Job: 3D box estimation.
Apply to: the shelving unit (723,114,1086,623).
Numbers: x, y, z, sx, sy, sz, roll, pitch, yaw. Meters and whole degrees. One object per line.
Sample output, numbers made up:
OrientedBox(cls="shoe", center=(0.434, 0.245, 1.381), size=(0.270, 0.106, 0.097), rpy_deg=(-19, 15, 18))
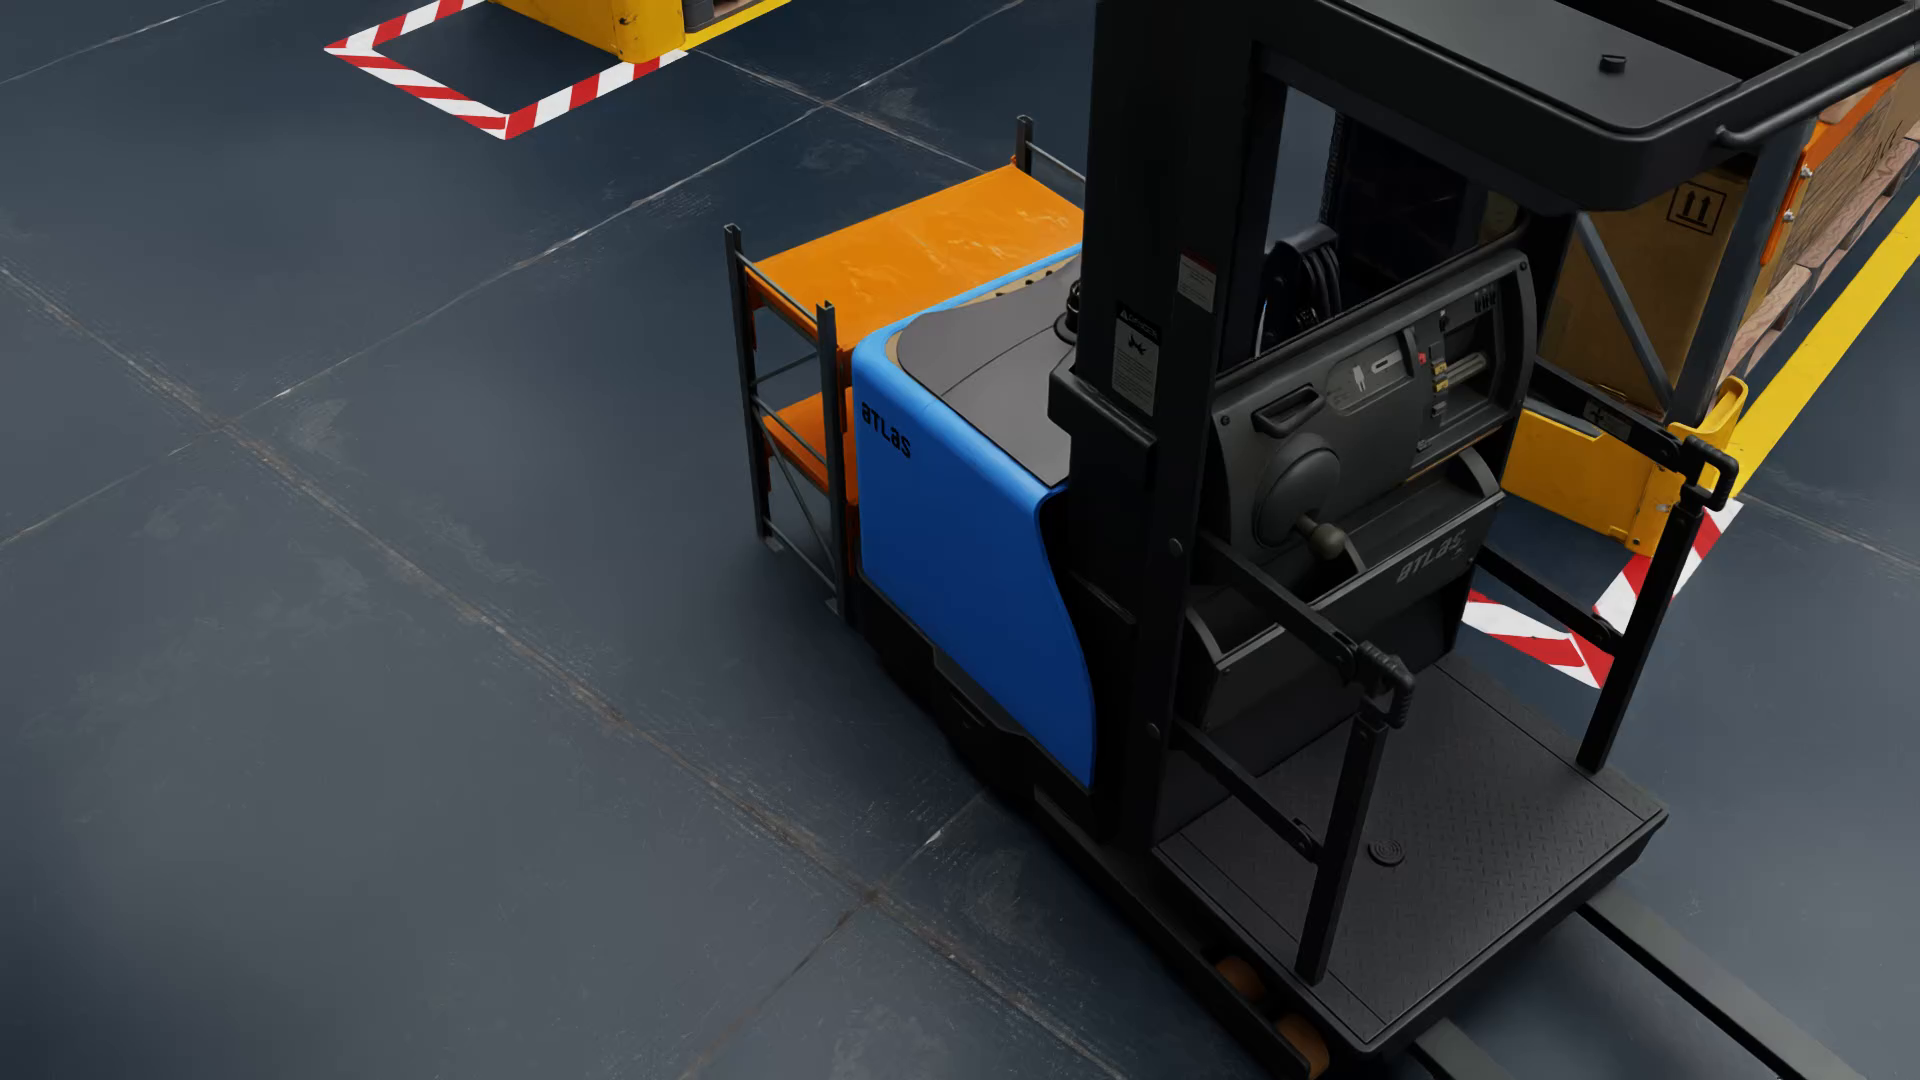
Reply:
OrientedBox(cls="shelving unit", center=(-0.075, -0.513, 4.978), size=(1.048, 1.125, 0.538), rpy_deg=(-27, 49, -26))

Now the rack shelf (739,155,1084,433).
OrientedBox(cls="rack shelf", center=(-0.075, -0.729, 4.781), size=(1.000, 0.278, 0.538), rpy_deg=(-27, 49, -26))

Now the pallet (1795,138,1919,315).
OrientedBox(cls="pallet", center=(3.100, -1.427, 6.662), size=(1.003, 0.211, 1.213), rpy_deg=(29, 50, 28))

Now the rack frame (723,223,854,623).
OrientedBox(cls="rack frame", center=(-0.481, -0.307, 4.751), size=(0.032, 1.125, 0.500), rpy_deg=(-27, 49, -26))

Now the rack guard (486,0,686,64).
OrientedBox(cls="rack guard", center=(-1.822, -2.701, 7.849), size=(1.175, 0.500, 0.348), rpy_deg=(29, 50, 28))

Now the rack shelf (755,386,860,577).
OrientedBox(cls="rack shelf", center=(-0.075, -0.332, 5.142), size=(1.000, 0.278, 0.538), rpy_deg=(-27, 49, -26))

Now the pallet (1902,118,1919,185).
OrientedBox(cls="pallet", center=(3.885, -2.058, 7.356), size=(1.003, 0.211, 1.213), rpy_deg=(29, 50, 28))

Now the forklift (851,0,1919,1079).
OrientedBox(cls="forklift", center=(0.999, -0.203, 3.295), size=(1.130, 2.935, 3.031), rpy_deg=(-27, 49, -27))

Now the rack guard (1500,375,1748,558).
OrientedBox(cls="rack guard", center=(1.845, -0.450, 5.373), size=(1.175, 0.500, 0.348), rpy_deg=(29, 50, 28))

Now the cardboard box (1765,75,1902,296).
OrientedBox(cls="cardboard box", center=(2.796, -1.589, 6.036), size=(0.875, 0.875, 0.875), rpy_deg=(29, 50, 28))

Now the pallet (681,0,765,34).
OrientedBox(cls="pallet", center=(-1.272, -2.997, 8.389), size=(1.003, 0.211, 1.213), rpy_deg=(29, 50, 28))

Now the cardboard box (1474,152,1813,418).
OrientedBox(cls="cardboard box", center=(2.211, -1.121, 5.520), size=(0.875, 0.875, 0.875), rpy_deg=(29, 50, 28))

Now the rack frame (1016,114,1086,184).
OrientedBox(cls="rack frame", center=(0.331, -0.719, 5.204), size=(0.032, 1.125, 0.500), rpy_deg=(-27, 49, -26))

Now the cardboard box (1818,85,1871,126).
OrientedBox(cls="cardboard box", center=(2.341, -1.334, 4.675), size=(0.380, 0.149, 0.250), rpy_deg=(30, 50, 29))

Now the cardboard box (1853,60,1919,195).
OrientedBox(cls="cardboard box", center=(3.369, -2.048, 6.540), size=(0.875, 0.875, 0.875), rpy_deg=(29, 50, 28))

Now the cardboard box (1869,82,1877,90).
OrientedBox(cls="cardboard box", center=(2.505, -1.467, 4.821), size=(0.380, 0.149, 0.250), rpy_deg=(29, 50, 28))

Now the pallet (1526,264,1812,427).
OrientedBox(cls="pallet", center=(2.315, -0.801, 5.974), size=(1.003, 0.211, 1.213), rpy_deg=(29, 50, 28))

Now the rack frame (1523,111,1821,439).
OrientedBox(cls="rack frame", center=(1.860, -1.387, 4.546), size=(1.000, 3.000, 0.127), rpy_deg=(29, 50, 28))

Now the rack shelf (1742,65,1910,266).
OrientedBox(cls="rack shelf", center=(3.147, -2.151, 5.921), size=(1.077, 0.370, 4.000), rpy_deg=(29, 50, 28))
